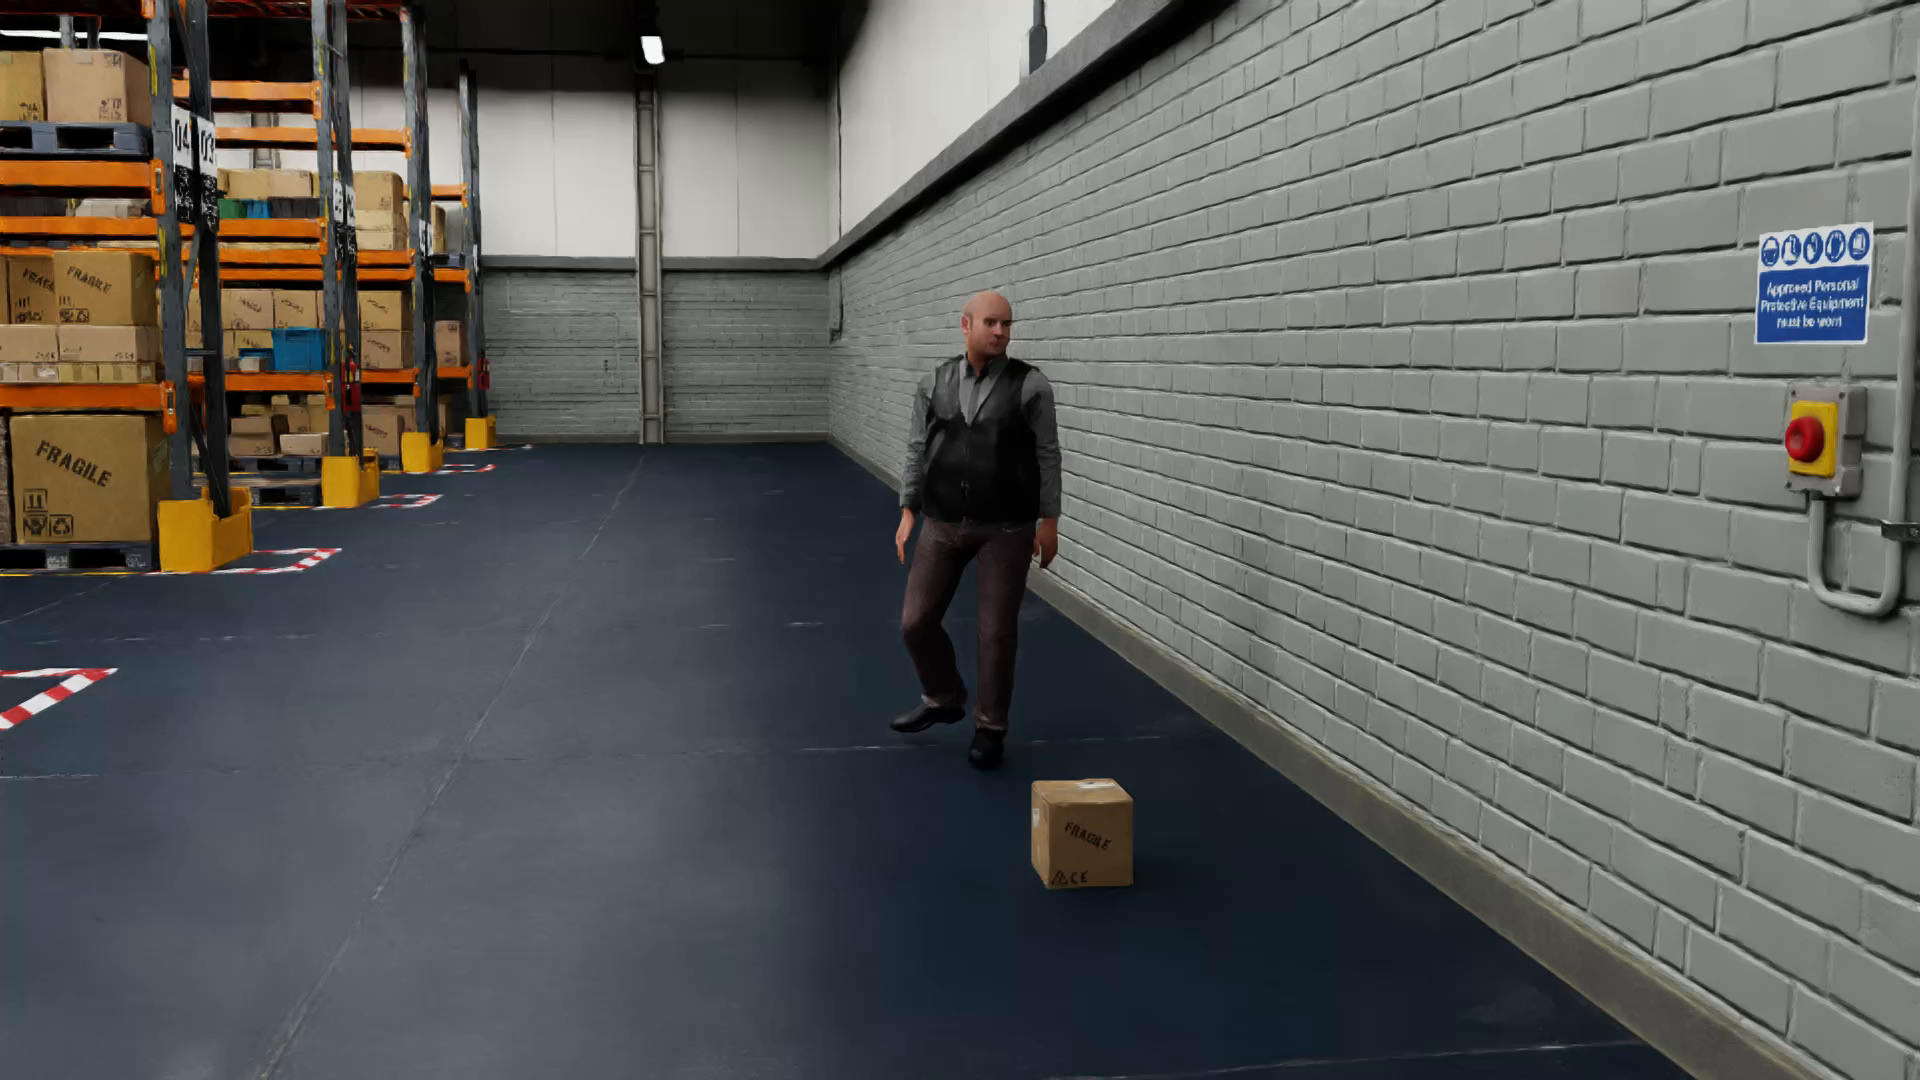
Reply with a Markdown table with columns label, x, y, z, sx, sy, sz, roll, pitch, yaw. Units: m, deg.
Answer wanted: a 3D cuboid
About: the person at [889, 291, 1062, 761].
| label | x | y | z | sx | sy | sz | roll | pitch | yaw |
| --- | --- | --- | --- | --- | --- | --- | --- | --- | --- |
| person | 0.025 | -0.051 | 6.134 | 0.703 | 1.714 | 0.457 | 2 | 7 | 18 |
